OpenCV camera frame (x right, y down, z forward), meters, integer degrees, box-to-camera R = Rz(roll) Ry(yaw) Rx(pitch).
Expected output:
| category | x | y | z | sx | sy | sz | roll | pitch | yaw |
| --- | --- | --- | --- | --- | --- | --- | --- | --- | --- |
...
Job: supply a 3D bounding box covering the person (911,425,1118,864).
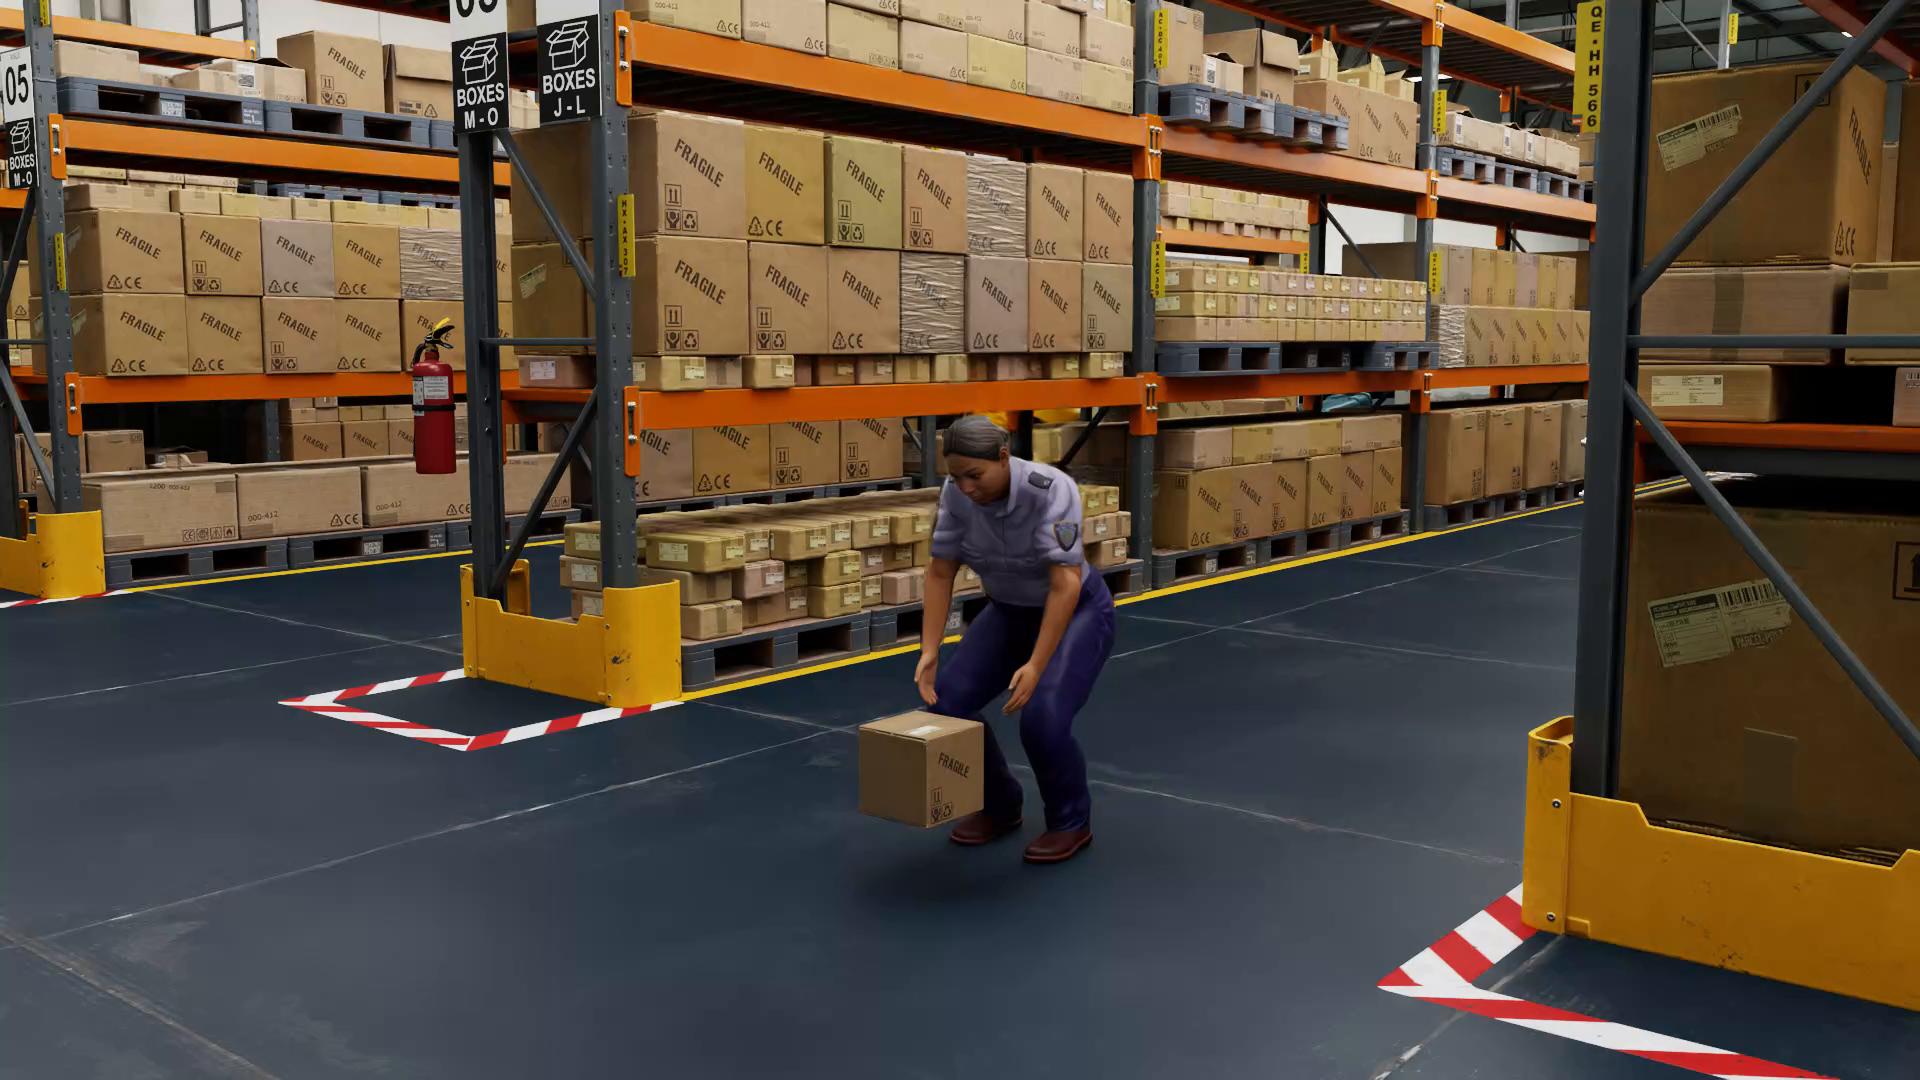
| category | x | y | z | sx | sy | sz | roll | pitch | yaw |
| --- | --- | --- | --- | --- | --- | --- | --- | --- | --- |
| person | 0.188 | 0.293 | 4.911 | 0.537 | 1.285 | 0.702 | 5 | 9 | 39 |
